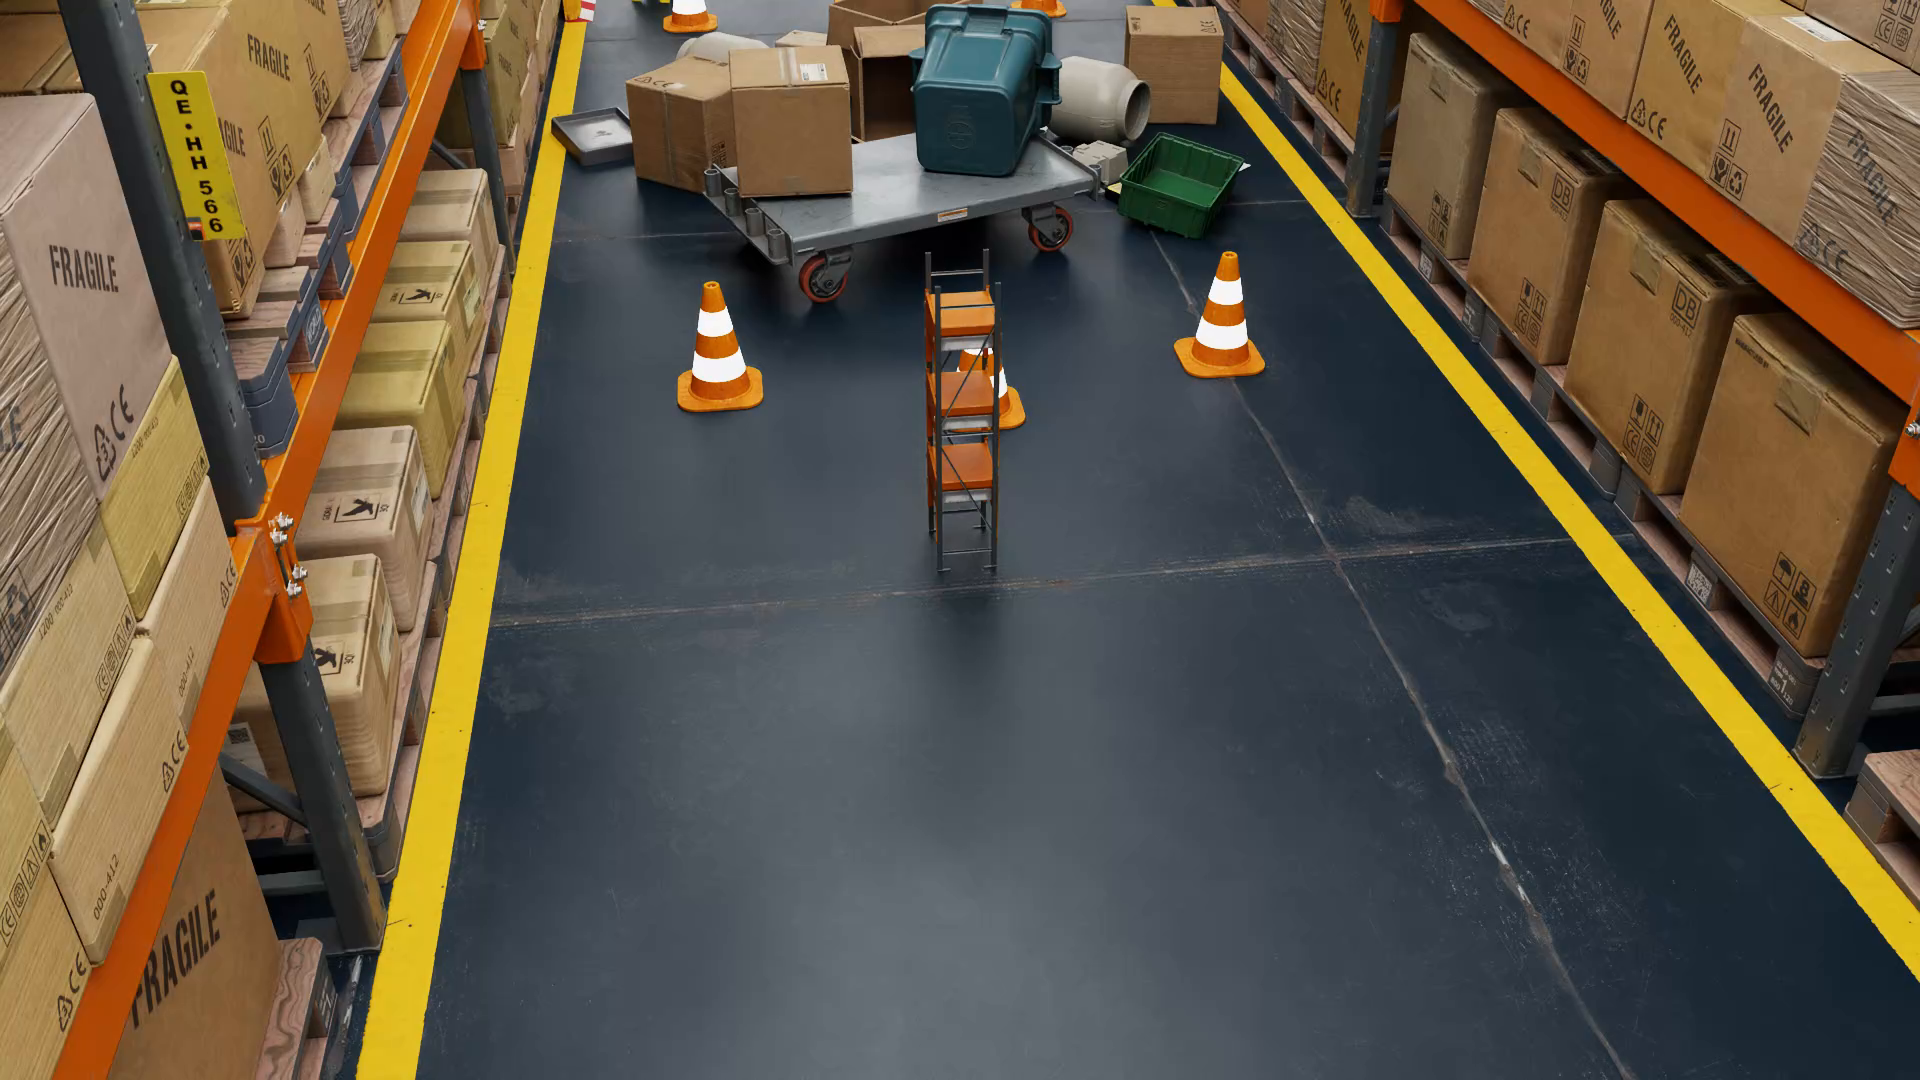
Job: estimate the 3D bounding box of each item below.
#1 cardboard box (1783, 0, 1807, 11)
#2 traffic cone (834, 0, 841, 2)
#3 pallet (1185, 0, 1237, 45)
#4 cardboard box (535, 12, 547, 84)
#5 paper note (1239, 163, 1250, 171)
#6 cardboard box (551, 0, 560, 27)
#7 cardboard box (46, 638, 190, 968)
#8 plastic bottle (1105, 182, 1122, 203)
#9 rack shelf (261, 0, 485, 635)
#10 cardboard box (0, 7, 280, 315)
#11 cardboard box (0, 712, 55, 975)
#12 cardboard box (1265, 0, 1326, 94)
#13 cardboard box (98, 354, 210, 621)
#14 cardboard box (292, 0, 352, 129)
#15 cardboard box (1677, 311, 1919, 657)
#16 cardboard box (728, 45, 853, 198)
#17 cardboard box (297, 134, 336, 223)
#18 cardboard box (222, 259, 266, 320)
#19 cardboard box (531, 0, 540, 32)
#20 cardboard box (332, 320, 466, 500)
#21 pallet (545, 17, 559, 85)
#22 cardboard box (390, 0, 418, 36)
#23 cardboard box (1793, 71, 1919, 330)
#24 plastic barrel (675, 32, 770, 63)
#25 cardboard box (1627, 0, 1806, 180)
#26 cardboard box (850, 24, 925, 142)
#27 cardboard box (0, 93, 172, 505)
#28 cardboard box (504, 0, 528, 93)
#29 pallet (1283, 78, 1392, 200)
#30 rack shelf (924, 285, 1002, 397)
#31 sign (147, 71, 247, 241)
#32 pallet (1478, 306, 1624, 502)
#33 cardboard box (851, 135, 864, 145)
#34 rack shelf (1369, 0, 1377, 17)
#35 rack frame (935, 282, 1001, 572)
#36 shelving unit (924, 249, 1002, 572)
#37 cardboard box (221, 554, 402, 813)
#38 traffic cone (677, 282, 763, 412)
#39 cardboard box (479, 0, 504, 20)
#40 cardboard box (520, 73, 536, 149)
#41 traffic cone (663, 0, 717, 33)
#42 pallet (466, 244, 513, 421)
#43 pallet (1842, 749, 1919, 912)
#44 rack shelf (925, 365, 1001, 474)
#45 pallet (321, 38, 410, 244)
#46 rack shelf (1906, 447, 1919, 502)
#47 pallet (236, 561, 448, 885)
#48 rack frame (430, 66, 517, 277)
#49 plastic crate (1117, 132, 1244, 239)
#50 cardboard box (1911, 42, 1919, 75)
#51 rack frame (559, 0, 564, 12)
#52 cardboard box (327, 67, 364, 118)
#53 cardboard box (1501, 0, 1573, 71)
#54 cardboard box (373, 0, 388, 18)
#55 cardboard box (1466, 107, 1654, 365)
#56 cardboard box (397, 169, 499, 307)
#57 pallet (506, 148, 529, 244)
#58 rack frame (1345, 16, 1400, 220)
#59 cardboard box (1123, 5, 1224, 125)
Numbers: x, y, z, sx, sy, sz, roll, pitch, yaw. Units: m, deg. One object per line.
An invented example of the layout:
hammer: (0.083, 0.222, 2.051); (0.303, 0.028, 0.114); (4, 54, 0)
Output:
cardboard box: (2.729, -1.895, 4.891); (0.700, 0.500, 0.500); (-5, 35, -7)
traffic cone: (-0.657, -3.738, 10.824); (0.336, 0.463, 0.334); (-4, 35, -6)
pallet: (2.030, -3.493, 10.688); (1.003, 0.211, 1.213); (-4, 35, -6)
cardboard box: (-2.534, -2.680, 9.087); (0.500, 0.250, 0.500); (-6, 35, -8)
paper note: (1.395, -1.934, 8.560); (0.142, 0.020, 0.147); (27, 43, 34)
cardboard box: (-2.668, -3.248, 9.921); (0.500, 0.250, 0.500); (-5, 35, -7)
cardboard box: (-1.561, 0.418, 2.606); (0.500, 0.250, 0.500); (-4, 34, -6)
plastic bottle: (0.850, -1.679, 8.160); (0.133, 0.061, 0.283); (-24, 41, -30)
rack shelf: (-2.240, -1.009, 5.206); (1.077, 0.370, 4.000); (-4, 35, -6)
cardboard box: (-1.802, -0.797, 3.529); (0.500, 0.500, 0.500); (-5, 35, -8)
cardboard box: (-1.492, 0.486, 2.062); (0.500, 0.250, 0.500); (-5, 35, -8)
cardboard box: (2.242, -3.008, 9.014); (0.875, 0.875, 0.875); (-4, 34, -6)
cardboard box: (-1.654, -0.084, 2.898); (0.500, 0.250, 0.500); (-4, 35, -7)
cardboard box: (-1.957, -1.383, 4.389); (0.500, 0.500, 0.500); (-4, 34, -6)
cardboard box: (2.928, -0.212, 5.022); (1.050, 0.750, 0.750); (-5, 35, -7)
cardboard box: (-0.749, -1.854, 7.354); (0.500, 0.500, 0.500); (-4, 35, -6)
cardboard box: (-1.843, -0.927, 4.297); (0.380, 0.149, 0.250); (-4, 34, -6)
cardboard box: (-1.835, -0.616, 3.840); (0.380, 0.149, 0.250); (-6, 35, -9)
cardboard box: (-2.546, -3.001, 8.893); (0.500, 0.500, 0.500); (-5, 35, -7)
cardboard box: (-2.241, -0.429, 5.676); (0.950, 0.372, 0.625); (-3, 34, -5)
pallet: (-2.963, -3.004, 9.970); (1.003, 0.211, 1.213); (-4, 35, -6)
cardboard box: (-2.040, -1.794, 5.569); (0.380, 0.149, 0.250); (-4, 34, -6)
cardboard box: (2.594, -0.894, 4.309); (0.500, 0.500, 0.500); (-4, 35, -6)
plastic barrel: (-1.269, -2.552, 9.119); (0.512, 0.421, 0.421); (20, 39, 26)
cardboard box: (2.461, -1.451, 5.127); (0.500, 0.500, 0.500); (-5, 35, -7)
cardboard box: (-0.168, -2.369, 8.659); (0.797, 0.637, 0.503); (-4, 35, -6)
cardboard box: (-1.642, -0.376, 2.661); (0.500, 0.500, 0.500); (-5, 35, -8)
cardboard box: (-2.404, -2.417, 8.036); (0.500, 0.500, 0.500); (-3, 34, -4)
pallet: (2.358, -2.132, 8.690); (1.003, 0.211, 1.213); (-4, 35, -6)
rack shelf: (0.007, -0.630, 5.257); (0.215, 0.259, 0.240); (-4, 35, -6)
sign: (-1.421, -0.712, 3.104); (0.100, 0.325, 0.005); (-4, 35, -6)
pallet: (2.728, -0.594, 6.434); (1.003, 0.211, 1.213); (-4, 35, -6)
cardboard box: (-0.492, -1.910, 8.316); (0.396, 0.266, 0.258); (27, 43, 34)
rack shelf: (2.113, -3.672, 9.114); (1.077, 0.370, 4.000); (-4, 35, -6)
rack frame: (0.024, -0.336, 5.311); (0.200, 1.050, 0.008); (-4, 35, -6)
shelving unit: (0.007, -0.404, 5.411); (0.215, 1.050, 0.252); (-4, 35, -6)
cardboard box: (-2.037, 0.406, 4.451); (0.950, 0.372, 0.625); (-7, 35, -10)
traffic cone: (-0.955, -0.788, 6.495); (0.336, 0.463, 0.334); (-4, 35, -6)
cardboard box: (-2.278, -2.462, 7.525); (0.380, 0.149, 0.250); (-4, 34, -6)
cardboard box: (-2.404, -2.106, 8.246); (0.500, 0.250, 0.500); (-3, 34, -4)
traffic cone: (-1.711, -3.464, 10.422); (0.336, 0.463, 0.334); (-4, 35, -6)
pallet: (-2.403, -0.836, 6.789); (1.003, 0.211, 1.213); (-4, 35, -6)
pallet: (3.024, 0.967, 4.144); (1.003, 0.211, 1.213); (-4, 35, -6)
rack shelf: (0.007, -0.395, 5.416); (0.215, 0.259, 0.240); (-4, 35, -6)
pallet: (-2.278, -1.212, 5.036); (1.003, 0.211, 1.213); (-4, 35, -6)
rack shelf: (3.189, 0.792, 2.563); (1.077, 0.370, 4.000); (-4, 35, -6)
pallet: (-2.075, 0.526, 4.791); (1.003, 0.211, 1.213); (-4, 35, -6)
rack frame: (-2.509, -2.422, 6.641); (1.000, 3.000, 0.127); (-4, 35, -6)
plastic crate: (1.061, -1.713, 8.046); (0.450, 0.188, 0.662); (21, 39, 12)
cardboard box: (2.870, -1.327, 4.057); (0.700, 0.500, 0.500); (-5, 35, -7)
rack frame: (-3.047, -4.654, 9.916); (1.000, 3.000, 0.127); (-4, 35, -6)
cardboard box: (-2.000, -1.361, 4.934); (0.380, 0.149, 0.250); (-3, 34, -5)
cardboard box: (2.320, -2.020, 5.962); (0.500, 0.500, 0.500); (-5, 35, -7)
cardboard box: (-2.088, -1.955, 5.229); (0.500, 0.500, 0.500); (-3, 34, -5)
cardboard box: (2.681, -1.219, 6.500); (1.050, 0.750, 0.750); (-4, 35, -6)
cardboard box: (-2.436, -1.217, 6.833); (0.950, 0.372, 0.625); (-4, 34, -6)
pallet: (-2.634, -1.642, 7.972); (1.003, 0.211, 1.213); (-4, 35, -6)
rack frame: (2.382, -2.854, 7.274); (1.000, 3.000, 0.127); (-4, 35, -6)
cardboard box: (1.157, -2.610, 9.134); (0.500, 0.500, 0.500); (1, 34, 2)
